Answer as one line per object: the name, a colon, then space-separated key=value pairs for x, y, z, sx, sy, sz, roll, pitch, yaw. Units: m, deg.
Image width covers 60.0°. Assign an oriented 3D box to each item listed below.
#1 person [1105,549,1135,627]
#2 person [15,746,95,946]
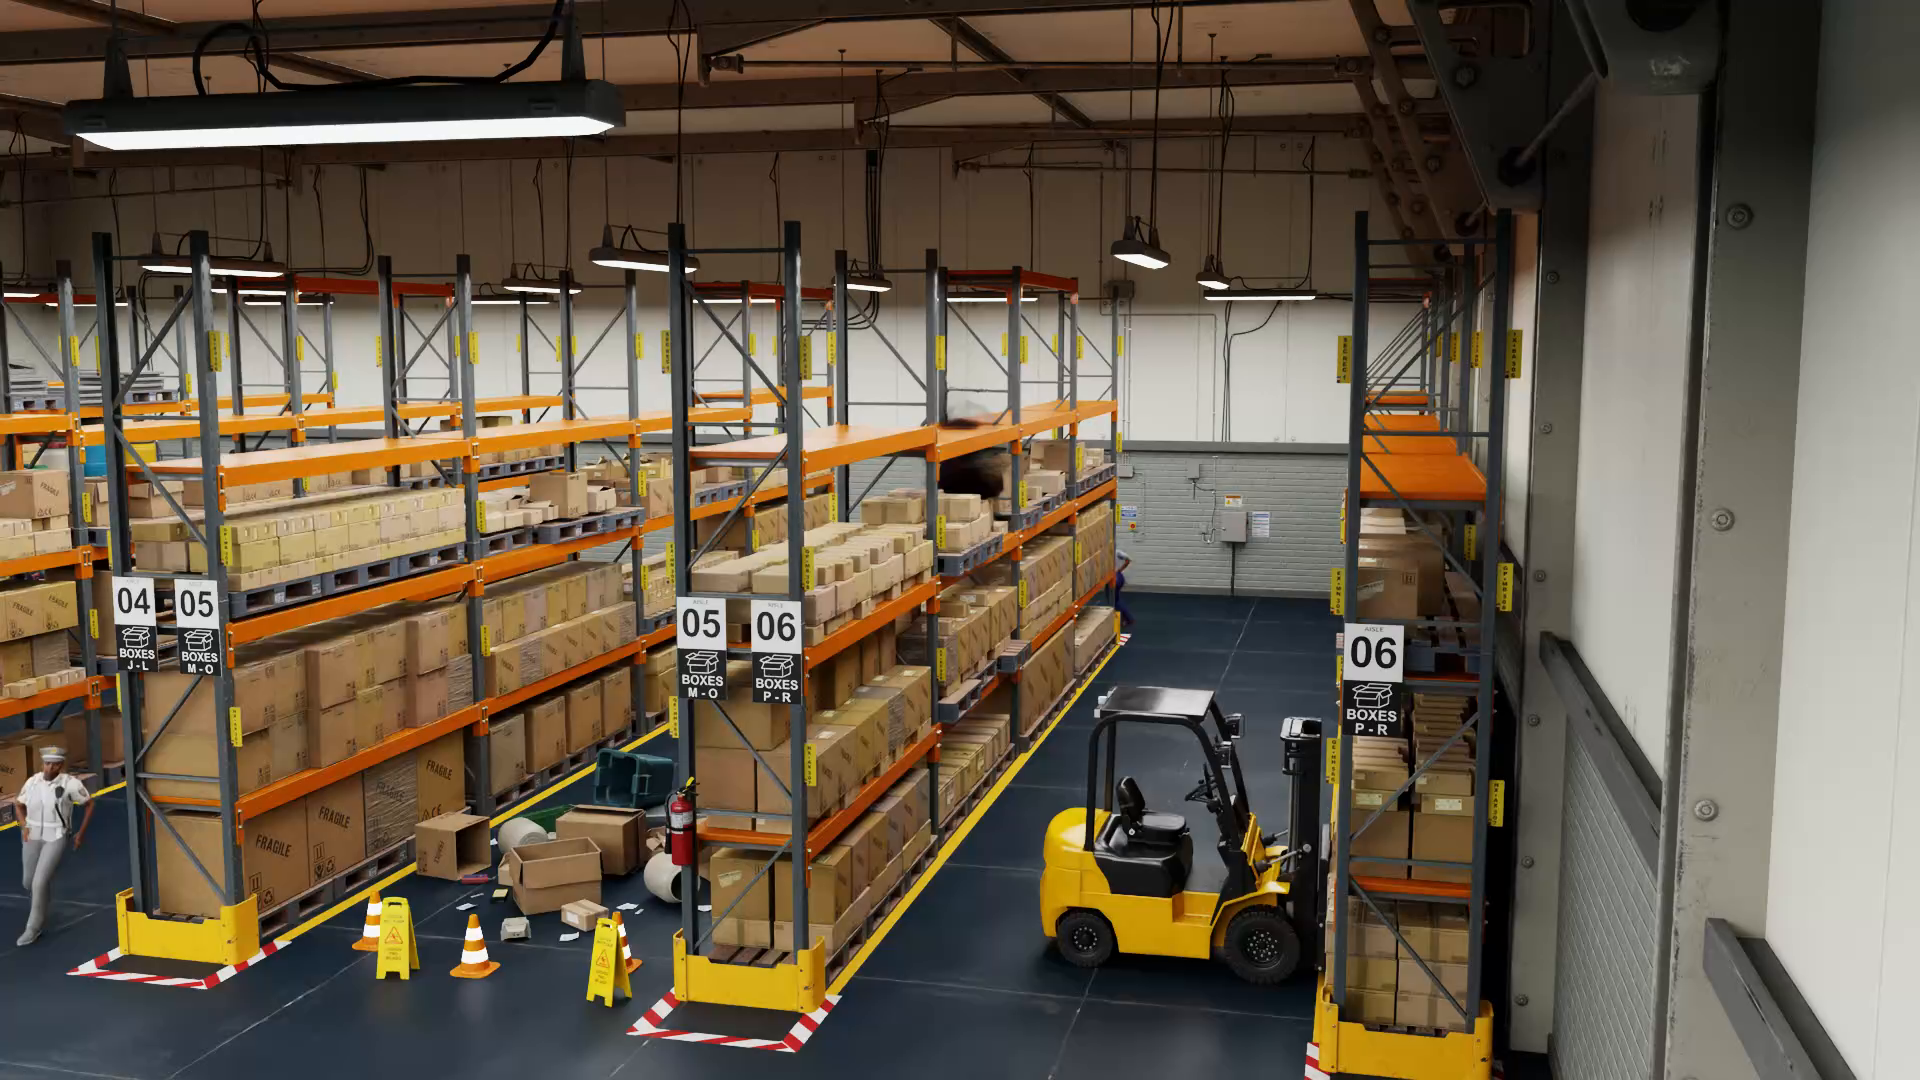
person: x=2.755 y=0.801 z=29.466 sx=0.658 sy=1.689 sz=0.680 roll=6 pitch=9 yaw=41
person: x=-7.897 y=2.589 z=14.482 sx=0.672 sy=1.666 sz=0.785 roll=-1 pitch=7 yaw=-7
